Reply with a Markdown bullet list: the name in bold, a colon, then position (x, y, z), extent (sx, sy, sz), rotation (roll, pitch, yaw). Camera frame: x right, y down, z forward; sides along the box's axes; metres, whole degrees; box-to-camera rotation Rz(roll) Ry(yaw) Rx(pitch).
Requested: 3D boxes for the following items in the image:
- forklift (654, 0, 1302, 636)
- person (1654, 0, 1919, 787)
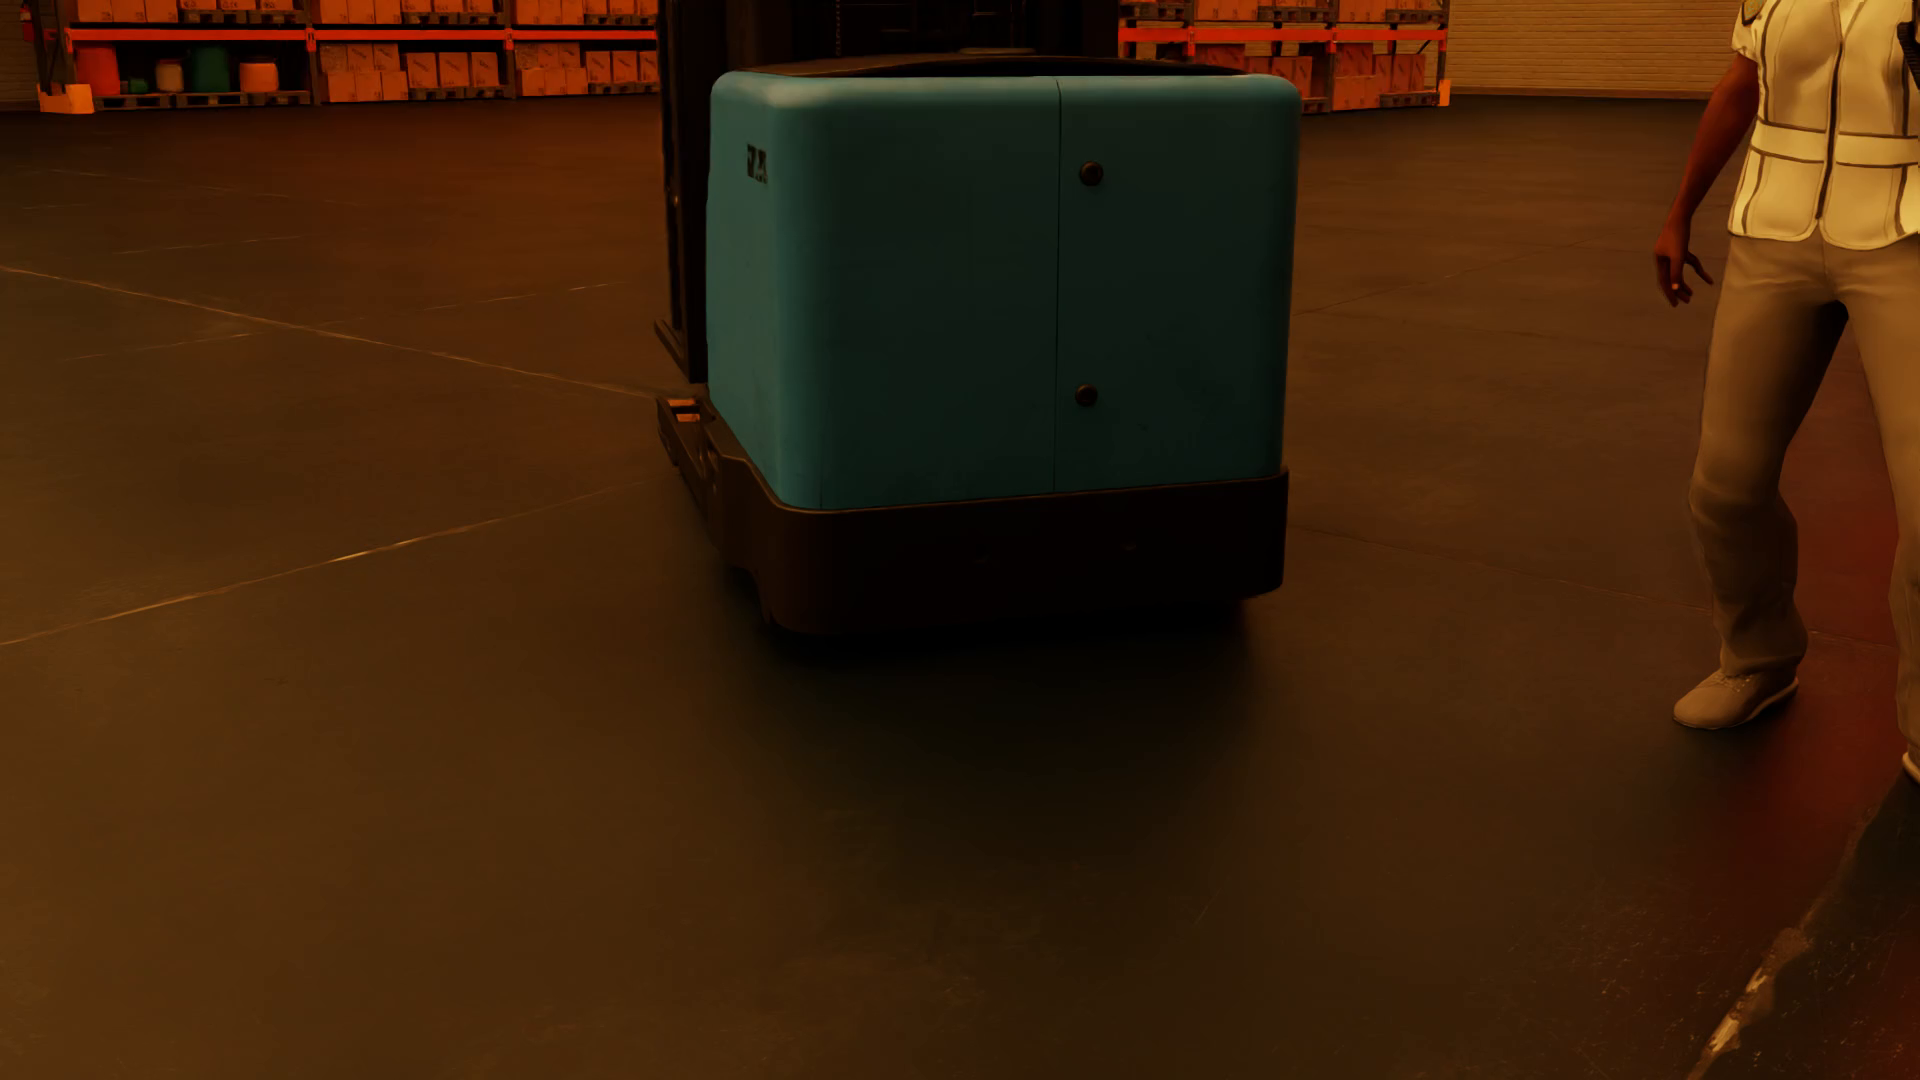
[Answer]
- **forklift**: position (-0.235, -1.612, 4.205), extent (1.130, 2.935, 3.031), rotation (-5, 18, -15)
- **person**: position (1.410, -0.416, 2.573), extent (0.427, 1.634, 0.796), rotation (-12, 21, -35)
